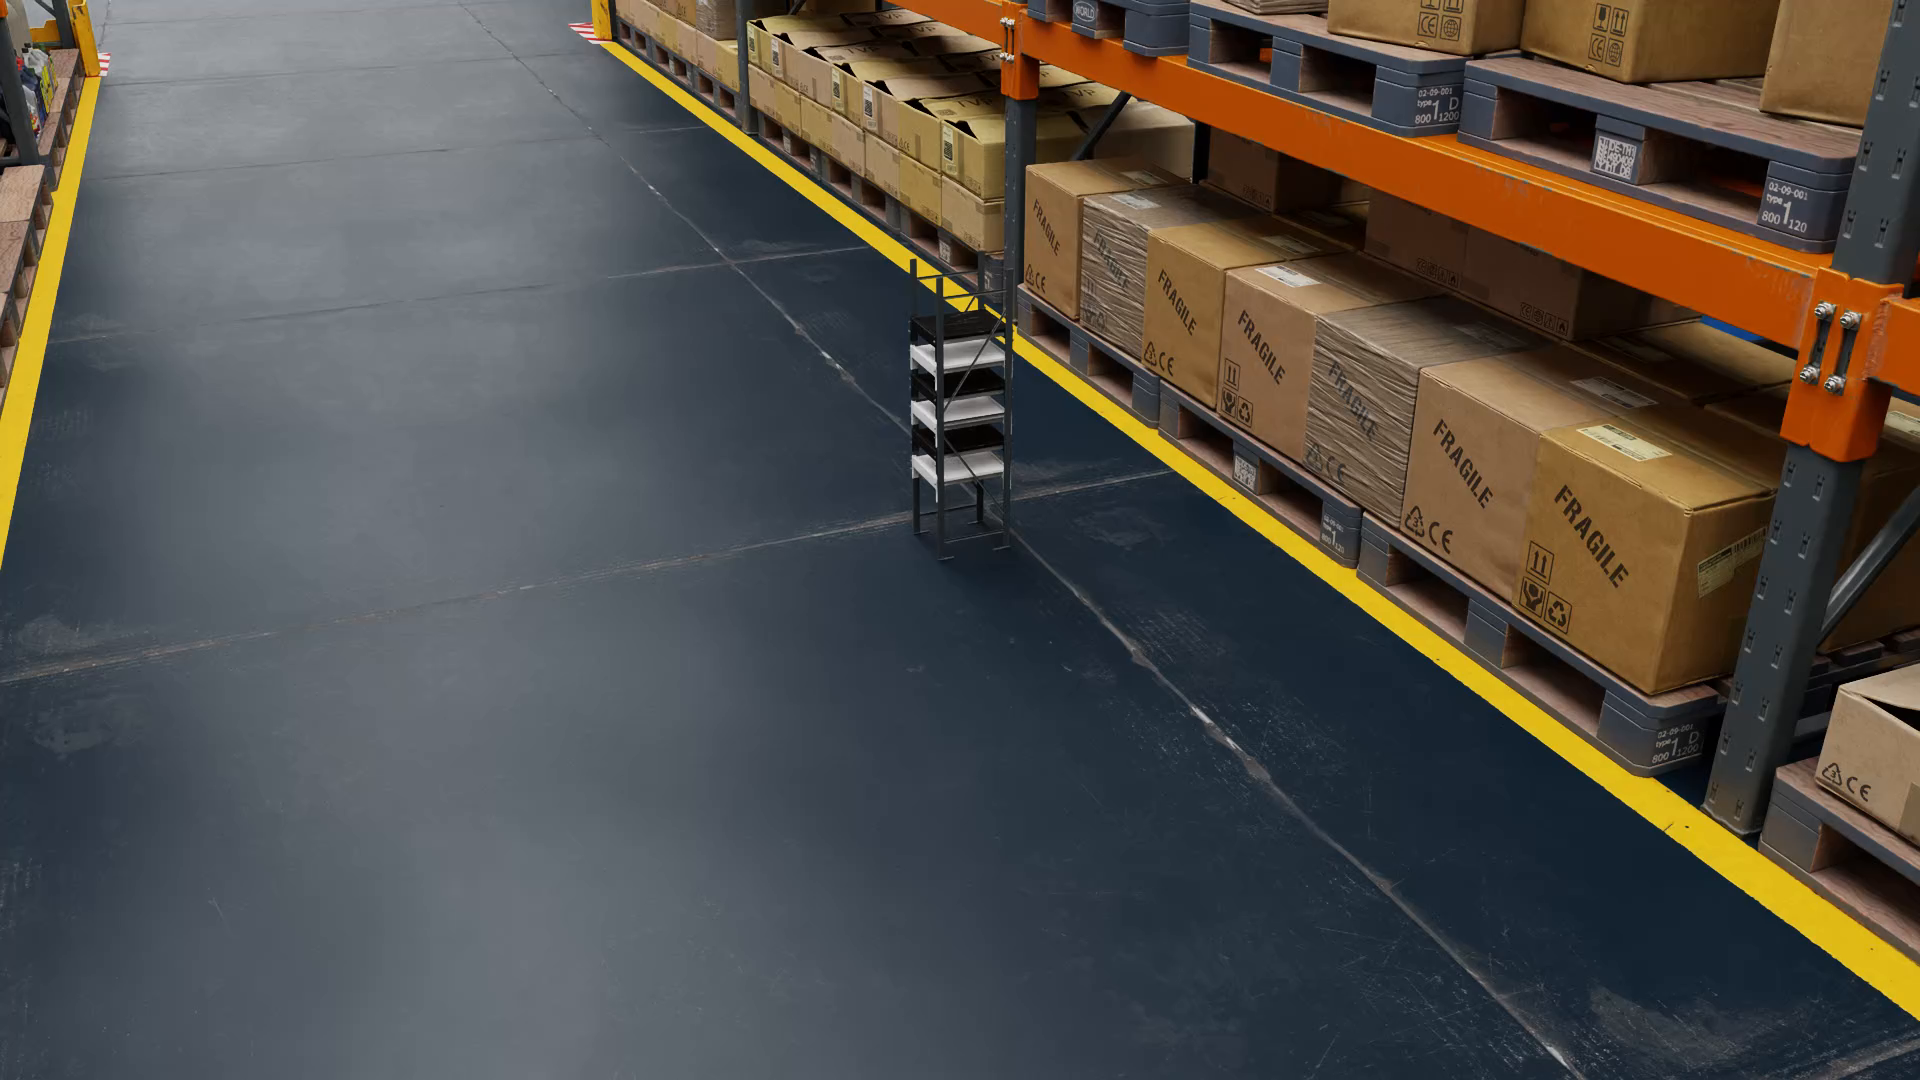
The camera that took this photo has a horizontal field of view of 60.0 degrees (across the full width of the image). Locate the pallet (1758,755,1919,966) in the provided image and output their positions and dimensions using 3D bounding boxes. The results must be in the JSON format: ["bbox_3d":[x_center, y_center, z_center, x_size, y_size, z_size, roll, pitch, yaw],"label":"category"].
[{"bbox_3d":[2.504,0.763,3.447,1.003,0.211,1.213,-11,28,-21],"label":"pallet"}]

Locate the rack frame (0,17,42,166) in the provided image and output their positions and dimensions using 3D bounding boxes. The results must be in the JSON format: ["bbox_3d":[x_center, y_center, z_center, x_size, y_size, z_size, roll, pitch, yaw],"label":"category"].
[{"bbox_3d":[-5.456,-3.147,8.278,1.000,3.000,0.127,-11,28,-21],"label":"rack frame"}]

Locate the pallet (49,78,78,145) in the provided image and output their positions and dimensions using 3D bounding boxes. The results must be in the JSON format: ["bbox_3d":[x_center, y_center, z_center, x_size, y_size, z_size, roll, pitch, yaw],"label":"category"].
[{"bbox_3d":[-6.162,-2.666,10.470,1.003,0.211,1.213,-11,28,-21],"label":"pallet"}]

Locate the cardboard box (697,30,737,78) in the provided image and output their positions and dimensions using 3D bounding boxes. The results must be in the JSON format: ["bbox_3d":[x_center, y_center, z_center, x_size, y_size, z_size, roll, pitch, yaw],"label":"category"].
[{"bbox_3d":[-1.466,-3.303,11.252,0.500,0.250,0.500,-11,28,-21],"label":"cardboard box"}]

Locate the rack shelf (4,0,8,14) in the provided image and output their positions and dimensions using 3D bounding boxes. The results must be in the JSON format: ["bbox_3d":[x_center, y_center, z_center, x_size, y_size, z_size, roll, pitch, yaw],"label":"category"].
[{"bbox_3d":[-6.239,-3.632,10.089,1.077,0.370,4.000,-11,28,-21],"label":"rack shelf"}]

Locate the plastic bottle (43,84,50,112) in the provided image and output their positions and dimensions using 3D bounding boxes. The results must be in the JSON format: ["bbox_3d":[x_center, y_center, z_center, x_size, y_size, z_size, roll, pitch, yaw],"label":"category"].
[{"bbox_3d":[-5.554,-2.679,10.007,0.097,0.201,0.097,0,26,0],"label":"plastic bottle"}]

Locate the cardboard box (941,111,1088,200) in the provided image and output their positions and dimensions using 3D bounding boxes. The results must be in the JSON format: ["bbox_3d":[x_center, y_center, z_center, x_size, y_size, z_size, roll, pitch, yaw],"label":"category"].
[{"bbox_3d":[0.238,-1.756,7.445,0.500,0.311,0.500,-10,28,-19],"label":"cardboard box"}]

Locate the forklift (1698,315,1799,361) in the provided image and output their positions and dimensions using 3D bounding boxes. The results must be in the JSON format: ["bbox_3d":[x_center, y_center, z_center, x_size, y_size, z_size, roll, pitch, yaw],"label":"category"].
[{"bbox_3d":[2.591,-2.411,6.847,1.130,2.935,3.031,-8,27,-17],"label":"forklift"}]

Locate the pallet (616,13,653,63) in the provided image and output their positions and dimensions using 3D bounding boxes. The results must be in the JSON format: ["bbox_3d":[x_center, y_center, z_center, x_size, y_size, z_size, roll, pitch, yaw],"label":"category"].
[{"bbox_3d":[-2.125,-4.057,13.319,1.003,0.211,1.213,-11,28,-21],"label":"pallet"}]

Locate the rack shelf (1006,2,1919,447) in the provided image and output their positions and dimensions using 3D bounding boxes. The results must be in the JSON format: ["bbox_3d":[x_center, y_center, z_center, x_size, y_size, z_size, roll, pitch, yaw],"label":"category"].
[{"bbox_3d":[1.453,-1.252,5.214,1.077,0.370,4.000,-11,28,-21],"label":"rack shelf"}]

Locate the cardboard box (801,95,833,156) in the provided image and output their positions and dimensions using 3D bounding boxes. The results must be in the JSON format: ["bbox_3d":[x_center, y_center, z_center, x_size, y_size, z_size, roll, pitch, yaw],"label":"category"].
[{"bbox_3d":[-0.563,-2.330,9.258,0.500,0.250,0.500,-11,28,-22],"label":"cardboard box"}]

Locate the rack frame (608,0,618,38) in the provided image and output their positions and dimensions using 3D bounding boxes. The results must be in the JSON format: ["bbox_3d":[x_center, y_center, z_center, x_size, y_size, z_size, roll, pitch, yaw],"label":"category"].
[{"bbox_3d":[-2.463,-5.612,13.325,1.000,3.000,0.127,-11,28,-21],"label":"rack frame"}]

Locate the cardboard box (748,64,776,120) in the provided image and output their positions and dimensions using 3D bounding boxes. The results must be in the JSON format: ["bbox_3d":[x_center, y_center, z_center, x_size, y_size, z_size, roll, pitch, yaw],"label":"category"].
[{"bbox_3d":[-0.967,-2.745,10.108,0.500,0.250,0.500,-11,28,-22],"label":"cardboard box"}]

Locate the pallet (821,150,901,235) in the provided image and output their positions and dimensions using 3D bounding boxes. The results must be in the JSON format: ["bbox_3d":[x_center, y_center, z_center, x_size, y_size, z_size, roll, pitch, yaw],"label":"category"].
[{"bbox_3d":[-0.091,-1.960,9.024,1.003,0.211,1.213,-11,28,-21],"label":"pallet"}]

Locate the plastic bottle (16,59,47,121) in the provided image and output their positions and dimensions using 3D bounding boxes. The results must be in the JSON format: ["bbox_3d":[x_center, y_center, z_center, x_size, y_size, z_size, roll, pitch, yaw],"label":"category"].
[{"bbox_3d":[-5.464,-2.628,9.732,0.144,0.351,0.185,-12,28,-23],"label":"plastic bottle"}]

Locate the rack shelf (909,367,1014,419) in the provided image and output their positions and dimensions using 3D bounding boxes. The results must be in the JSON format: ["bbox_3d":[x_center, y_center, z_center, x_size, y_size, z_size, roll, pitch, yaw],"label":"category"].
[{"bbox_3d":[0.003,-0.452,5.021,0.258,0.077,0.200,-11,28,-21],"label":"rack shelf"}]

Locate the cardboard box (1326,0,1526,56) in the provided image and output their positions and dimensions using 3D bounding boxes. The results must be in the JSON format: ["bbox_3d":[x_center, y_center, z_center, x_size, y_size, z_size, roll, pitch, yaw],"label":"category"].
[{"bbox_3d":[1.487,-1.704,4.728,0.700,0.500,0.500,-19,32,-33],"label":"cardboard box"}]

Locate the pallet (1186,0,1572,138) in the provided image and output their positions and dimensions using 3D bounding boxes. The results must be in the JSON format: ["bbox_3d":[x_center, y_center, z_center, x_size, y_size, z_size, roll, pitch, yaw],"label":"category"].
[{"bbox_3d":[1.435,-1.512,5.146,1.003,0.211,1.213,-11,28,-21],"label":"pallet"}]

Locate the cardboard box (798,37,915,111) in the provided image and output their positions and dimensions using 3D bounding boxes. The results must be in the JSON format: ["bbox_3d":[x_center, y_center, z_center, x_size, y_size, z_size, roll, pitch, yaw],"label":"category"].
[{"bbox_3d":[-0.569,-2.581,9.133,0.500,0.311,0.500,-12,28,-22],"label":"cardboard box"}]

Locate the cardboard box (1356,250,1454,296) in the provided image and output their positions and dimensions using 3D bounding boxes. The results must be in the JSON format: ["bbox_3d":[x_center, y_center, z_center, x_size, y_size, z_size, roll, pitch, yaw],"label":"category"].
[{"bbox_3d":[1.665,-0.700,5.612,0.500,0.500,0.500,-12,28,-23],"label":"cardboard box"}]

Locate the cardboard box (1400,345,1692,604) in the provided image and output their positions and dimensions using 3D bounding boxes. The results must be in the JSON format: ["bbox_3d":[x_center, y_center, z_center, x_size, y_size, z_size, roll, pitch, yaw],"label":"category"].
[{"bbox_3d":[1.593,-0.193,4.574,0.500,0.500,0.500,-10,28,-20],"label":"cardboard box"}]

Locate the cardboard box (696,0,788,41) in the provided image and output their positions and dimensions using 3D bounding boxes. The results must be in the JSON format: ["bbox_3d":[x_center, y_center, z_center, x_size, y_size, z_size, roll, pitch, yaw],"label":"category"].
[{"bbox_3d":[-1.465,-3.641,11.088,0.500,0.500,0.500,-11,28,-21],"label":"cardboard box"}]

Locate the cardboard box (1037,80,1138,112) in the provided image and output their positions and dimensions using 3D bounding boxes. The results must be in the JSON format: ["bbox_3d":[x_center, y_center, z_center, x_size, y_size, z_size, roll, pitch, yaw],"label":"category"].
[{"bbox_3d":[0.521,-2.060,8.066,0.500,0.311,0.500,-11,28,-22],"label":"cardboard box"}]

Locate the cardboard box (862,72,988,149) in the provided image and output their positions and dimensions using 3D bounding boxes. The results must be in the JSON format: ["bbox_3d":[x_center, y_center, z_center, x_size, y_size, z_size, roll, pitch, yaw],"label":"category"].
[{"bbox_3d":[-0.167,-2.169,8.291,0.500,0.311,0.500,-11,28,-21],"label":"cardboard box"}]

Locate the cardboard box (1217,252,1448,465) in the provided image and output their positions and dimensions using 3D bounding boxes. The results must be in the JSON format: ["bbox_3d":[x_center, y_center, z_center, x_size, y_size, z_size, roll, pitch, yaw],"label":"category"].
[{"bbox_3d":[1.196,-0.600,5.408,0.500,0.500,0.500,-12,28,-22],"label":"cardboard box"}]

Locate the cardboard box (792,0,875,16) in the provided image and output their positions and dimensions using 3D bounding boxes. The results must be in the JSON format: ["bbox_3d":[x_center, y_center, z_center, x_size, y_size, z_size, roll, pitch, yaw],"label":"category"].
[{"bbox_3d":[-0.790,-3.528,10.858,0.500,0.500,0.500,-11,28,-21],"label":"cardboard box"}]

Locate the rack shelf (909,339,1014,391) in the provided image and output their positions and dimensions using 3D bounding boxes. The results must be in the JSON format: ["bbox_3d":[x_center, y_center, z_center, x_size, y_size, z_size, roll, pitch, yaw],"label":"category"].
[{"bbox_3d":[0.003,-0.533,4.981,0.258,0.077,0.200,-11,28,-21],"label":"rack shelf"}]

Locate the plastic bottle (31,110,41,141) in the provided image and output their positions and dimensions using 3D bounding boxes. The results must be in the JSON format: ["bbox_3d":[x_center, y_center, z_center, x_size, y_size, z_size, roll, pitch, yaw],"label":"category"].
[{"bbox_3d":[-5.217,-2.333,9.297,0.097,0.201,0.097,0,26,0],"label":"plastic bottle"}]

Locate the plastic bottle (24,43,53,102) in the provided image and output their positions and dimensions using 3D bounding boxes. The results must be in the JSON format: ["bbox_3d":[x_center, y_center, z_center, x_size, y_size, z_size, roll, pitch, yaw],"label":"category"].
[{"bbox_3d":[-5.704,-2.875,10.237,0.144,0.351,0.185,-9,28,-18],"label":"plastic bottle"}]

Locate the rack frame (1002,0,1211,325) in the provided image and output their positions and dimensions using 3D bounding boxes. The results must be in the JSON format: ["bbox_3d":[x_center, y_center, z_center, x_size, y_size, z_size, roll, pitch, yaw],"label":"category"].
[{"bbox_3d":[0.670,-2.382,6.710,1.000,3.000,0.127,-11,28,-21],"label":"rack frame"}]

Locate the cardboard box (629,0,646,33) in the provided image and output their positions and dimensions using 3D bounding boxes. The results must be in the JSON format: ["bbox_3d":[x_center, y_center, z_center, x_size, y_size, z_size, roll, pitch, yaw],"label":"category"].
[{"bbox_3d":[-2.259,-4.109,12.902,0.500,0.250,0.500,-11,28,-21],"label":"cardboard box"}]

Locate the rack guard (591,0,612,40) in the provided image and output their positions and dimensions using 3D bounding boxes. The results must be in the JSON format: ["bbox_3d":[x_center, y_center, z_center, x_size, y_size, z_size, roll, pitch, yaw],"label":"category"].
[{"bbox_3d":[-2.473,-4.498,13.893,1.175,0.500,0.348,-11,28,-21],"label":"rack guard"}]

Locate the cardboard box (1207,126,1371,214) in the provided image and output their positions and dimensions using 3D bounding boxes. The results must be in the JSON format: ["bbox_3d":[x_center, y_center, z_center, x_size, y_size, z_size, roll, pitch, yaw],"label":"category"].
[{"bbox_3d":[1.278,-1.434,6.262,0.500,0.250,0.500,-9,28,-19],"label":"cardboard box"}]

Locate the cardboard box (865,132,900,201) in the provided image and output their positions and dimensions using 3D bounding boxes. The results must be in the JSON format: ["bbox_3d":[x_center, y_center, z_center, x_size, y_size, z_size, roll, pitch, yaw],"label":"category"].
[{"bbox_3d":[-0.160,-1.917,8.412,0.500,0.250,0.500,-10,28,-19],"label":"cardboard box"}]

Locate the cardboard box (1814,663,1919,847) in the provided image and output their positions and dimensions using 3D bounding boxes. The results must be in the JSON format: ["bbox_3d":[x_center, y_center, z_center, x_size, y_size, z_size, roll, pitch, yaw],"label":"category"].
[{"bbox_3d":[2.201,0.450,3.473,0.500,0.311,0.500,-11,28,-21],"label":"cardboard box"}]

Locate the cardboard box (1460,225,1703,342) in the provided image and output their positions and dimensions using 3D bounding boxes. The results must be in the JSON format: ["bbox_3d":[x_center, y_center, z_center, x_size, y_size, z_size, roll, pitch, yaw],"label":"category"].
[{"bbox_3d":[1.879,-0.820,5.003,0.500,0.250,0.500,-11,28,-20],"label":"cardboard box"}]

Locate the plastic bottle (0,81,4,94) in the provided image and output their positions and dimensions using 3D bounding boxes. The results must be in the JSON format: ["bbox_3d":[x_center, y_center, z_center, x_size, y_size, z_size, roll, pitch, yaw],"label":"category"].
[{"bbox_3d":[-5.523,-2.527,9.525,0.144,0.351,0.185,-11,28,-21],"label":"plastic bottle"}]

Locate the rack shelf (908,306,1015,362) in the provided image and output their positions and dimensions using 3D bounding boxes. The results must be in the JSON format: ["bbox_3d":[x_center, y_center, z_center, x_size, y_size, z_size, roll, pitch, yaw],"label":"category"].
[{"bbox_3d":[0.003,-0.614,4.942,0.258,0.077,0.200,-11,28,-21],"label":"rack shelf"}]

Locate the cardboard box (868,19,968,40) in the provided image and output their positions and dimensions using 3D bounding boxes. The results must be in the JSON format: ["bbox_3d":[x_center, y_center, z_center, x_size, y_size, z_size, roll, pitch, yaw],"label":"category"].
[{"bbox_3d":[-0.265,-2.879,9.744,0.500,0.311,0.500,-10,28,-19],"label":"cardboard box"}]

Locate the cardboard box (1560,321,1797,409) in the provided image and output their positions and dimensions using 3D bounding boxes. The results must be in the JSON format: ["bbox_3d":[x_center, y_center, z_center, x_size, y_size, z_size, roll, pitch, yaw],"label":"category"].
[{"bbox_3d":[2.052,-0.292,4.778,0.500,0.500,0.500,-10,28,-20],"label":"cardboard box"}]

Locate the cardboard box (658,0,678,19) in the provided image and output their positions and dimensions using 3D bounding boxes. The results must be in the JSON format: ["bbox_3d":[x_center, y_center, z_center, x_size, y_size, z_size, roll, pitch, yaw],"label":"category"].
[{"bbox_3d":[-1.873,-4.041,11.909,0.500,0.500,0.500,-11,28,-21],"label":"cardboard box"}]

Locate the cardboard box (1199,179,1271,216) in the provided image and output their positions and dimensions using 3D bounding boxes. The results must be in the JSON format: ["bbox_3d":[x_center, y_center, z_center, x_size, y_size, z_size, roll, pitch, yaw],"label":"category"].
[{"bbox_3d":[1.252,-1.119,6.471,0.500,0.500,0.500,-9,28,-19],"label":"cardboard box"}]

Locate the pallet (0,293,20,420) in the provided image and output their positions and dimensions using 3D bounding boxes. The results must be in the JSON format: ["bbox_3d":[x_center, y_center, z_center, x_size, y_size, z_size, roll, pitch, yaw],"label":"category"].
[{"bbox_3d":[-4.157,-0.599,6.236,1.003,0.211,1.213,-11,28,-21],"label":"pallet"}]

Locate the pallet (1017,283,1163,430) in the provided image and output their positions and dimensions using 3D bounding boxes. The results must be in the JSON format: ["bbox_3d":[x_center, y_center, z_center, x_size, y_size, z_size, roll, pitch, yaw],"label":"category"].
[{"bbox_3d":[0.927,-0.821,6.691,1.003,0.211,1.213,-11,28,-21],"label":"pallet"}]

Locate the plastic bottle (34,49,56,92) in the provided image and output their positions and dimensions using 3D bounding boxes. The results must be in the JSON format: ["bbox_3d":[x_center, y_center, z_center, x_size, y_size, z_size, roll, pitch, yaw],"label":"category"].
[{"bbox_3d":[-5.827,-2.963,10.504,0.152,0.276,0.135,-10,28,-20],"label":"plastic bottle"}]

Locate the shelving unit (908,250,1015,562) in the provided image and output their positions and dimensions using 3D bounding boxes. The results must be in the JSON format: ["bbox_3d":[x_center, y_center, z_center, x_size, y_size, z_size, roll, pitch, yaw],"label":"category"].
[{"bbox_3d":[0.003,-0.401,5.046,0.258,0.900,0.210,-11,28,-21],"label":"shelving unit"}]

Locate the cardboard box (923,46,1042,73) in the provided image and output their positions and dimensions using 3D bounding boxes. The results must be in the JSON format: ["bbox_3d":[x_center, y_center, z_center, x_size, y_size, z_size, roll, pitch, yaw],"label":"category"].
[{"bbox_3d":[0.122,-2.474,8.914,0.500,0.311,0.500,-11,28,-21],"label":"cardboard box"}]

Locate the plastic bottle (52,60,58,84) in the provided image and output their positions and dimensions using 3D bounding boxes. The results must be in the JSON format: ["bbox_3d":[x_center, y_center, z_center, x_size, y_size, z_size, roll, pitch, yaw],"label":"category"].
[{"bbox_3d":[-5.900,-3.036,10.738,0.097,0.201,0.097,0,26,0],"label":"plastic bottle"}]

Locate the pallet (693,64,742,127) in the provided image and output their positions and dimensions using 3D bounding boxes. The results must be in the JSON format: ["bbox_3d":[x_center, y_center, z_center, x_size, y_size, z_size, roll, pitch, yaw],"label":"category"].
[{"bbox_3d":[-1.170,-3.072,11.302,1.003,0.211,1.213,-11,28,-21],"label":"pallet"}]

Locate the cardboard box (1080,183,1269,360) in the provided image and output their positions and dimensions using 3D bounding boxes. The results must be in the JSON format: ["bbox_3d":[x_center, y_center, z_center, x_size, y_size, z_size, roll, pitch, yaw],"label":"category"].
[{"bbox_3d":[0.795,-1.013,6.254,0.500,0.500,0.500,-12,28,-22],"label":"cardboard box"}]

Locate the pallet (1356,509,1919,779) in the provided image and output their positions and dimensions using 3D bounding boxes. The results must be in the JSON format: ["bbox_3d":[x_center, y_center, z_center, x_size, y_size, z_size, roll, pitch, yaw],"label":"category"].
[{"bbox_3d":[1.883,0.164,4.674,1.003,0.211,1.213,-11,28,-21],"label":"pallet"}]

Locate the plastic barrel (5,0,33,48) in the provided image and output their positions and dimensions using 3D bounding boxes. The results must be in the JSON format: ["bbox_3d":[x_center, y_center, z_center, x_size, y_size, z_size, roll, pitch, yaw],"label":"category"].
[{"bbox_3d":[-6.695,-3.580,11.521,0.421,0.512,0.421,0,26,0],"label":"plastic barrel"}]

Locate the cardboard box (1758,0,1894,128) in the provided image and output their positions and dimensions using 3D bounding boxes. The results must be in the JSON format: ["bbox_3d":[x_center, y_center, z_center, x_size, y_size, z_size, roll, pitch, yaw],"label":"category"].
[{"bbox_3d":[2.256,-1.231,3.759,0.700,0.500,0.500,-22,34,-37],"label":"cardboard box"}]

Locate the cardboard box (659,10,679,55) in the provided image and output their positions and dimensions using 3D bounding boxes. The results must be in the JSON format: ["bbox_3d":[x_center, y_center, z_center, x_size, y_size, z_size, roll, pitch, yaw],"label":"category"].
[{"bbox_3d":[-1.872,-3.704,12.074,0.500,0.250,0.500,-11,28,-21],"label":"cardboard box"}]

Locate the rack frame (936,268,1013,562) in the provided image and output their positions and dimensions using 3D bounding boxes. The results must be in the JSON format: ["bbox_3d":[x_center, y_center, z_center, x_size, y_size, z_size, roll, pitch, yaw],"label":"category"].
[{"bbox_3d":[0.043,-0.360,4.962,0.240,0.900,0.006,-11,28,-21],"label":"rack frame"}]

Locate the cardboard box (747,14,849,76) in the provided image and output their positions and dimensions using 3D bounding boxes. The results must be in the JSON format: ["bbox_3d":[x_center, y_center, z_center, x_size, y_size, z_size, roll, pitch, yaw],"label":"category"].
[{"bbox_3d":[-0.964,-2.993,9.976,0.500,0.311,0.500,-10,28,-20],"label":"cardboard box"}]

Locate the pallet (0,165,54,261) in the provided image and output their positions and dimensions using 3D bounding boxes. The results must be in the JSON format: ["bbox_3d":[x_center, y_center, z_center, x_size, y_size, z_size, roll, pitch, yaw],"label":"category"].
[{"bbox_3d":[-5.113,-1.584,8.254,1.003,0.211,1.213,-11,28,-21],"label":"pallet"}]

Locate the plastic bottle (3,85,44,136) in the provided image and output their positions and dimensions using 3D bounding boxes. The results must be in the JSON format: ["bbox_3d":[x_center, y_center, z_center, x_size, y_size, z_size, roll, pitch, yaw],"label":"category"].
[{"bbox_3d":[-5.329,-2.451,9.454,0.152,0.276,0.135,-10,28,-19],"label":"plastic bottle"}]

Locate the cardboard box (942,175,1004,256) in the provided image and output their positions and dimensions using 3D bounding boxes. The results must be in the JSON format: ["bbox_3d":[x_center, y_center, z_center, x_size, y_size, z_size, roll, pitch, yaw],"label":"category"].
[{"bbox_3d":[0.239,-1.506,7.571,0.500,0.250,0.500,-10,28,-19],"label":"cardboard box"}]
